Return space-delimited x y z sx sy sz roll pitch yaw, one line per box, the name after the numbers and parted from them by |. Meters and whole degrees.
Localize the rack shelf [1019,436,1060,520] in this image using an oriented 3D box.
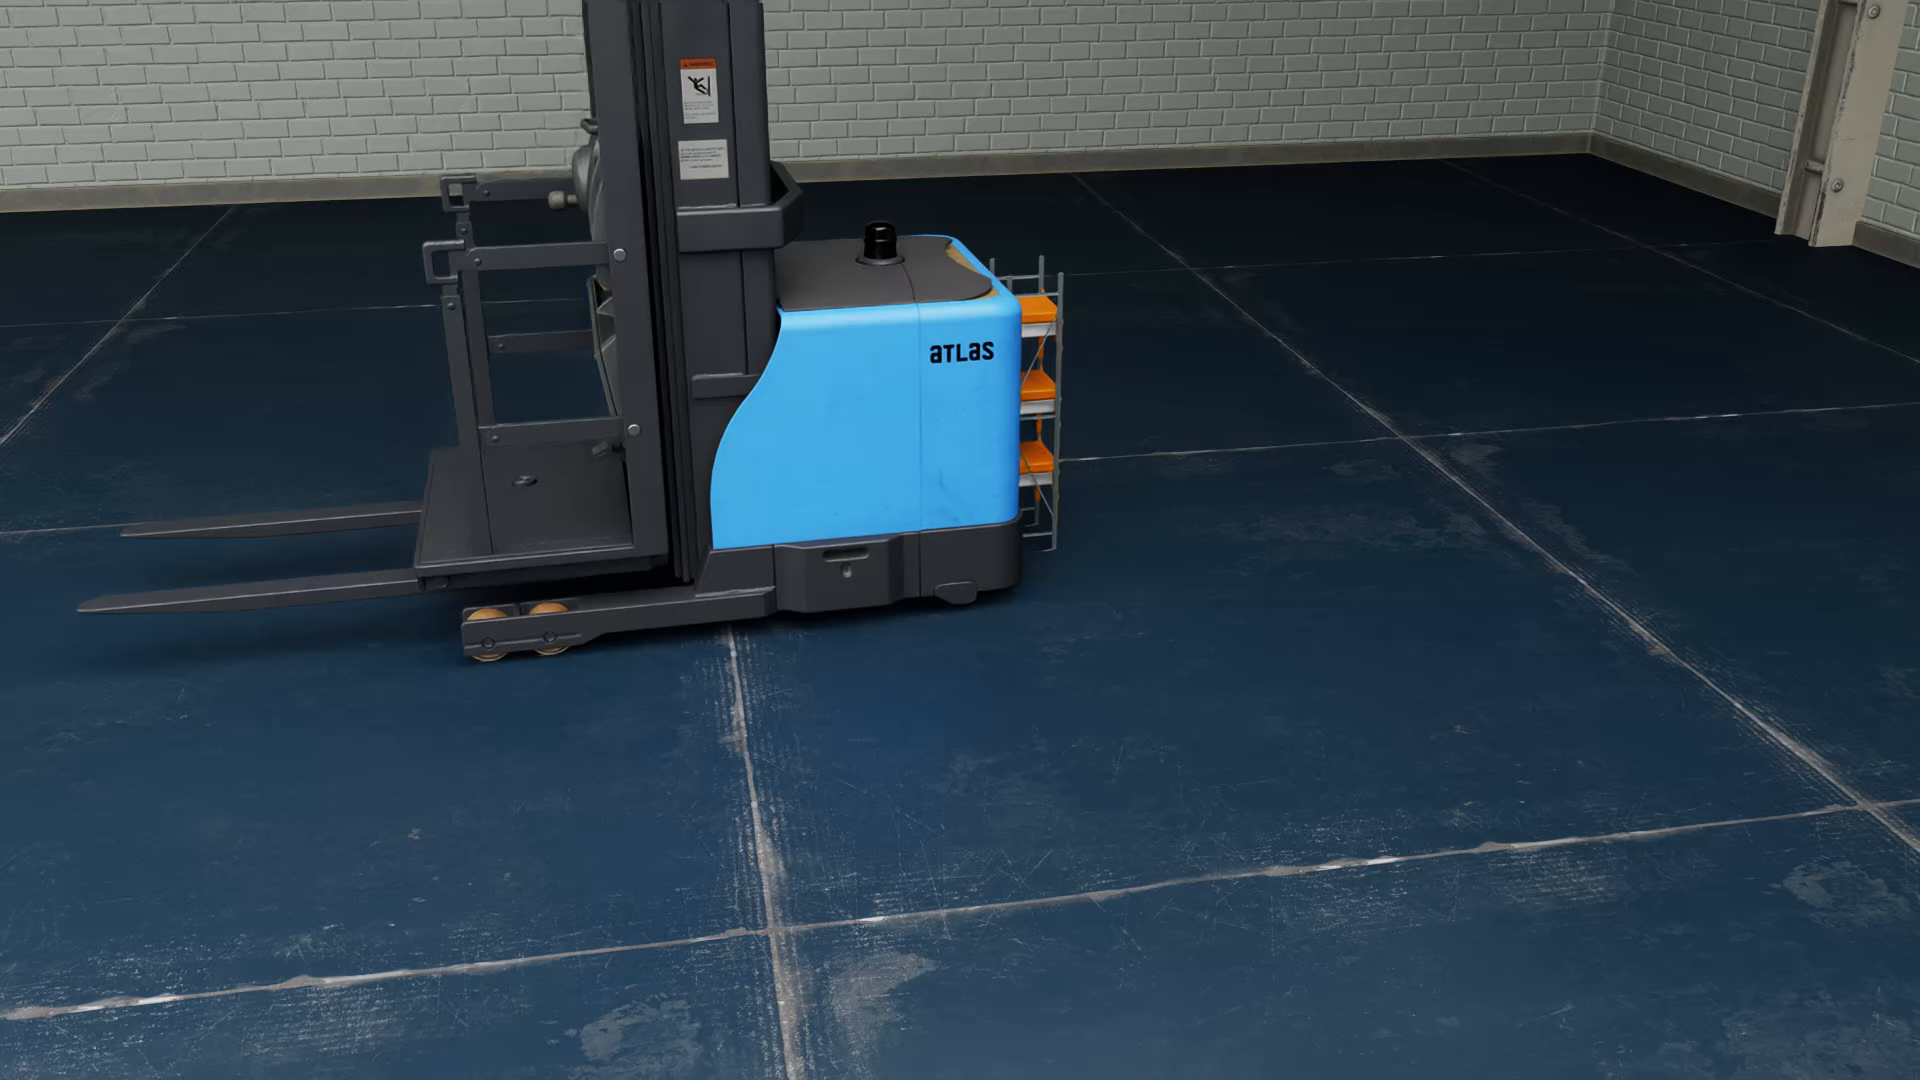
0.231 -0.217 6.156 0.215 0.259 0.240 -5 24 -12 | rack shelf

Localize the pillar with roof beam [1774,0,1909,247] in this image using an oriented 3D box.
1.259 -5.742 8.153 9.100 9.000 0.400 -4 24 -10 | pillar with roof beam

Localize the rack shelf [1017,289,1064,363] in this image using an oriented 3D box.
0.231 -0.732 5.931 0.215 0.259 0.240 -5 24 -12 | rack shelf

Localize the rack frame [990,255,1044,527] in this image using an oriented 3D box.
0.204 -0.529 6.149 0.200 1.050 0.008 -5 24 -12 | rack frame

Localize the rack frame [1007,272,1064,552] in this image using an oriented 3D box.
0.259 -0.434 5.931 0.200 1.050 0.008 -5 24 -12 | rack frame

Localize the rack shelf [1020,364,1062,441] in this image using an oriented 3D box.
0.231 -0.472 6.044 0.215 0.259 0.240 -5 24 -12 | rack shelf

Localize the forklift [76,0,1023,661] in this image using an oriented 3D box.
-1.358 -1.185 5.301 3.031 2.935 1.130 -5 24 -12 | forklift

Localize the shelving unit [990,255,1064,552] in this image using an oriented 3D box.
0.231 -0.481 6.040 0.215 1.050 0.252 -5 24 -12 | shelving unit
